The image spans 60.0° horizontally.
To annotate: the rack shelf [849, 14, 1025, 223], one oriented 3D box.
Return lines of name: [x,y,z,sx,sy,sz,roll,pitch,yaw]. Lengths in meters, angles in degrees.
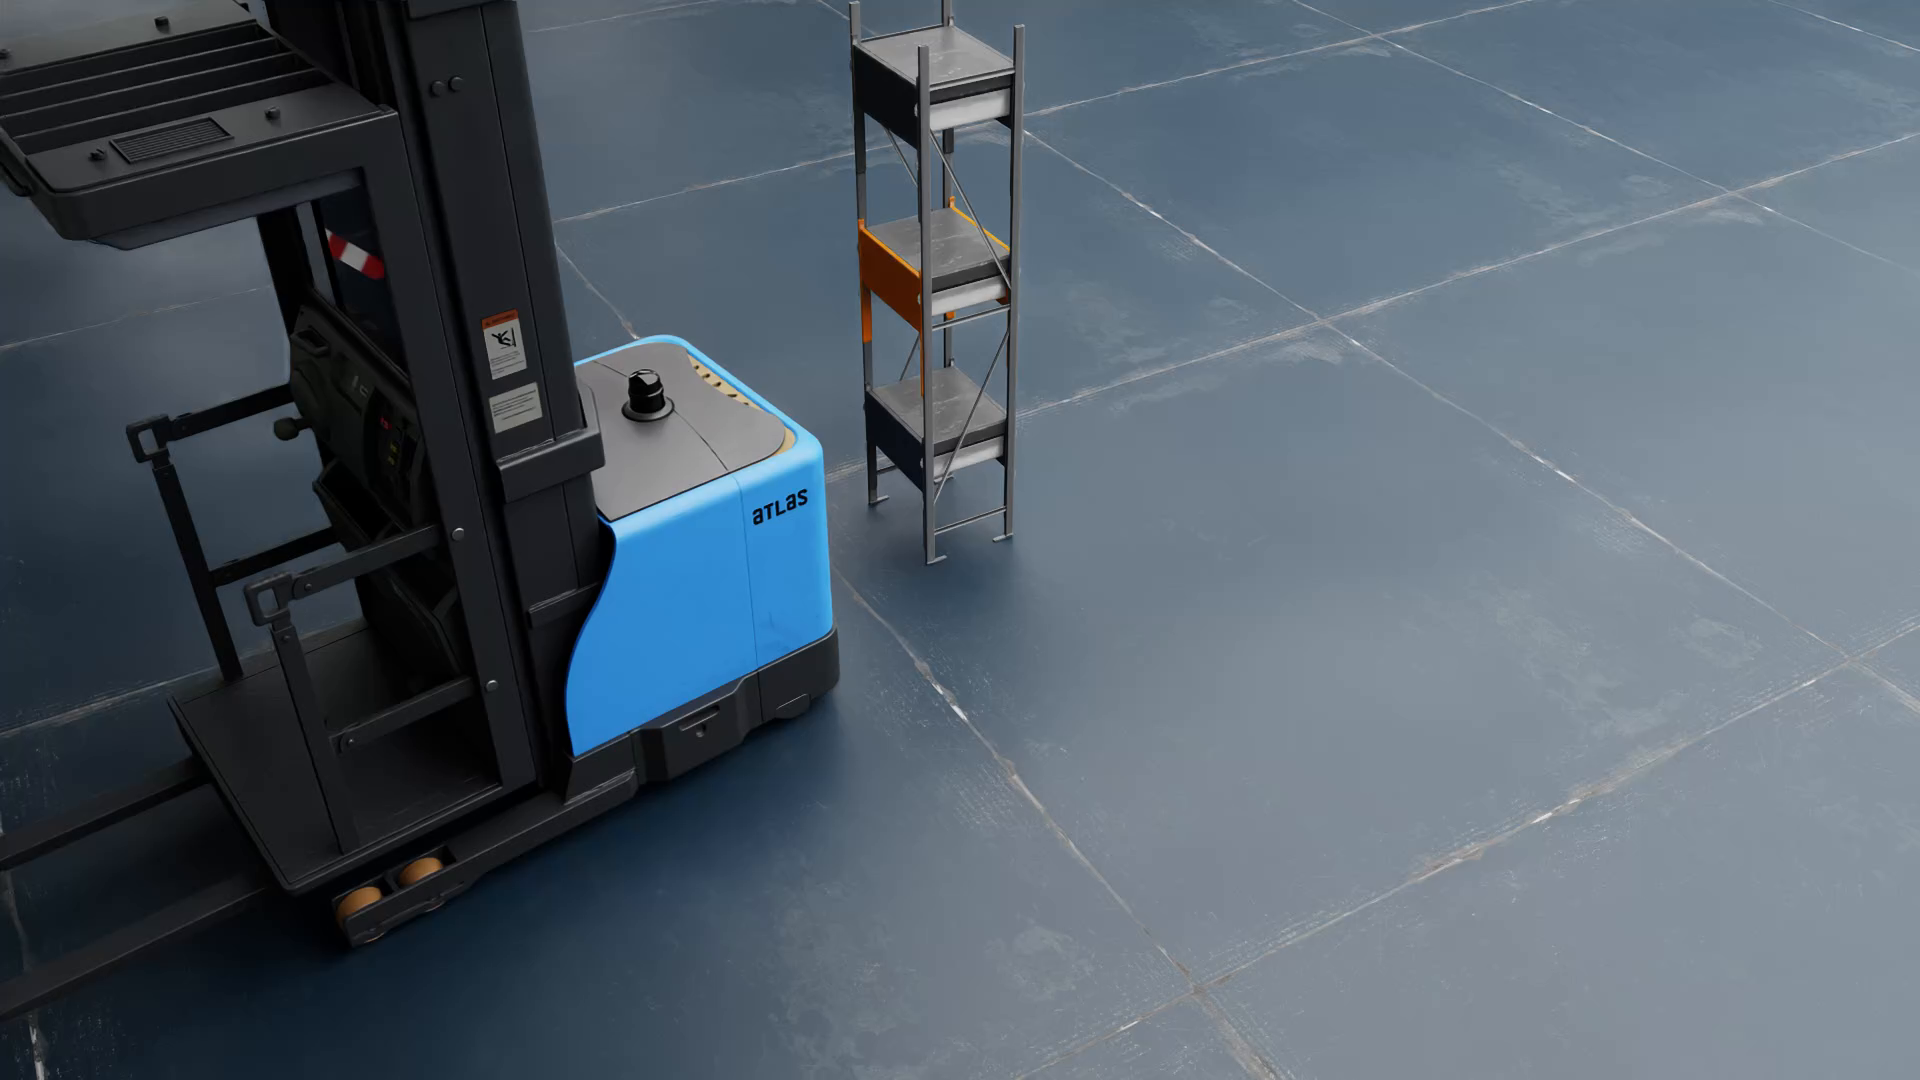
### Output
rack shelf: [-0.083,-1.487,5.841,0.431,0.518,0.480,-19,40,-24]

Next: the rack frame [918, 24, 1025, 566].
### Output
rack frame: [0.039,-0.808,6.076,0.400,2.100,0.015,-19,40,-24]

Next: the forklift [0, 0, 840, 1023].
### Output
forklift: [-1.898,-0.312,4.692,3.031,2.935,1.130,-25,43,-30]

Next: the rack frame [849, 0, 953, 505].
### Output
rack frame: [-0.206,-1.057,6.417,0.400,2.100,0.015,-19,40,-24]

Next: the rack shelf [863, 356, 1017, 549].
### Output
rack shelf: [-0.083,-0.356,6.667,0.431,0.518,0.480,-19,40,-24]

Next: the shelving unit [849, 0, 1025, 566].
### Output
shelving unit: [-0.083,-0.932,6.246,0.431,2.100,0.503,-19,40,-24]

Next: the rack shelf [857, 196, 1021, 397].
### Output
rack shelf: [-0.083,-0.921,6.254,0.431,0.518,0.480,-19,40,-24]
